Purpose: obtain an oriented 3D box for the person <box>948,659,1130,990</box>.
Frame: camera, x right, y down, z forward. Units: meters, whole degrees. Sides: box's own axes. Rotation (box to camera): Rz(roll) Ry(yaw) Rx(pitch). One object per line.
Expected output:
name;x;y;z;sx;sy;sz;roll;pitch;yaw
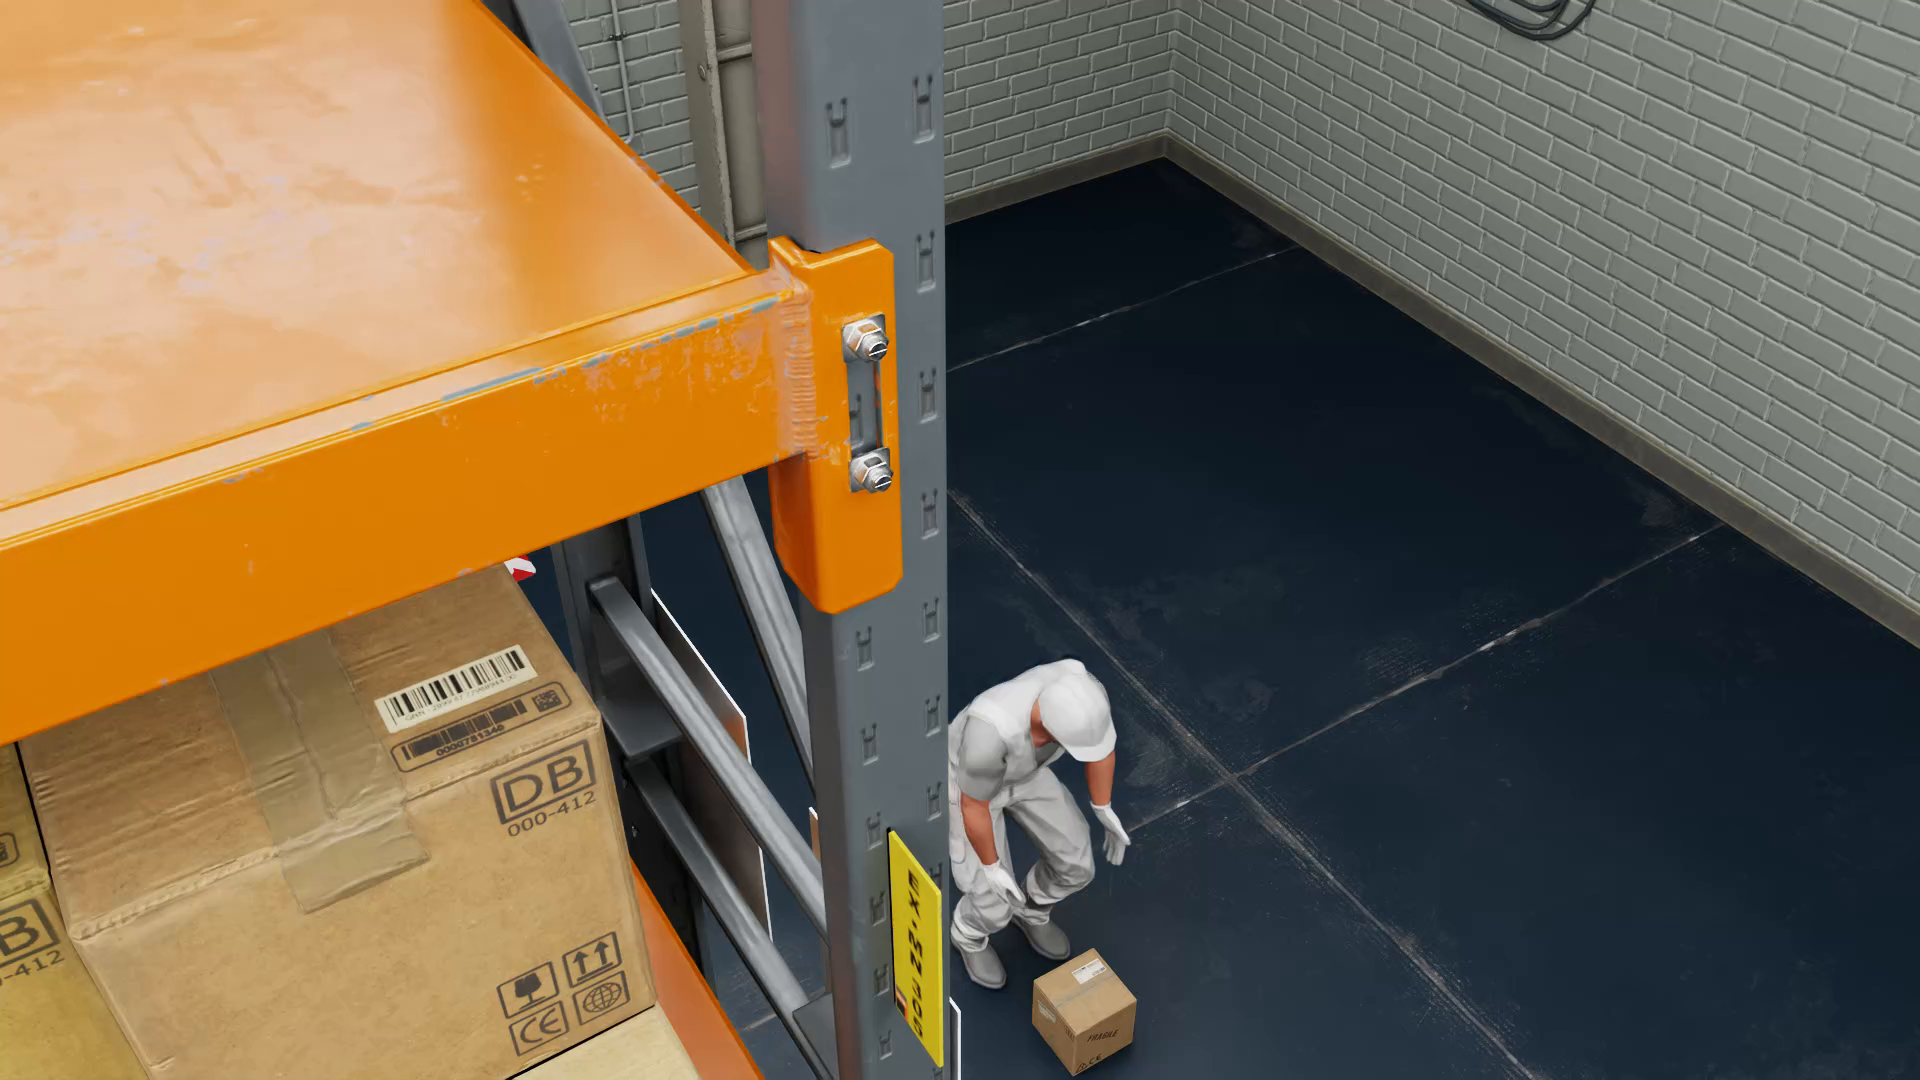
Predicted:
person;0.228;0.887;5.497;0.579;1.528;0.690;-22;45;-24
